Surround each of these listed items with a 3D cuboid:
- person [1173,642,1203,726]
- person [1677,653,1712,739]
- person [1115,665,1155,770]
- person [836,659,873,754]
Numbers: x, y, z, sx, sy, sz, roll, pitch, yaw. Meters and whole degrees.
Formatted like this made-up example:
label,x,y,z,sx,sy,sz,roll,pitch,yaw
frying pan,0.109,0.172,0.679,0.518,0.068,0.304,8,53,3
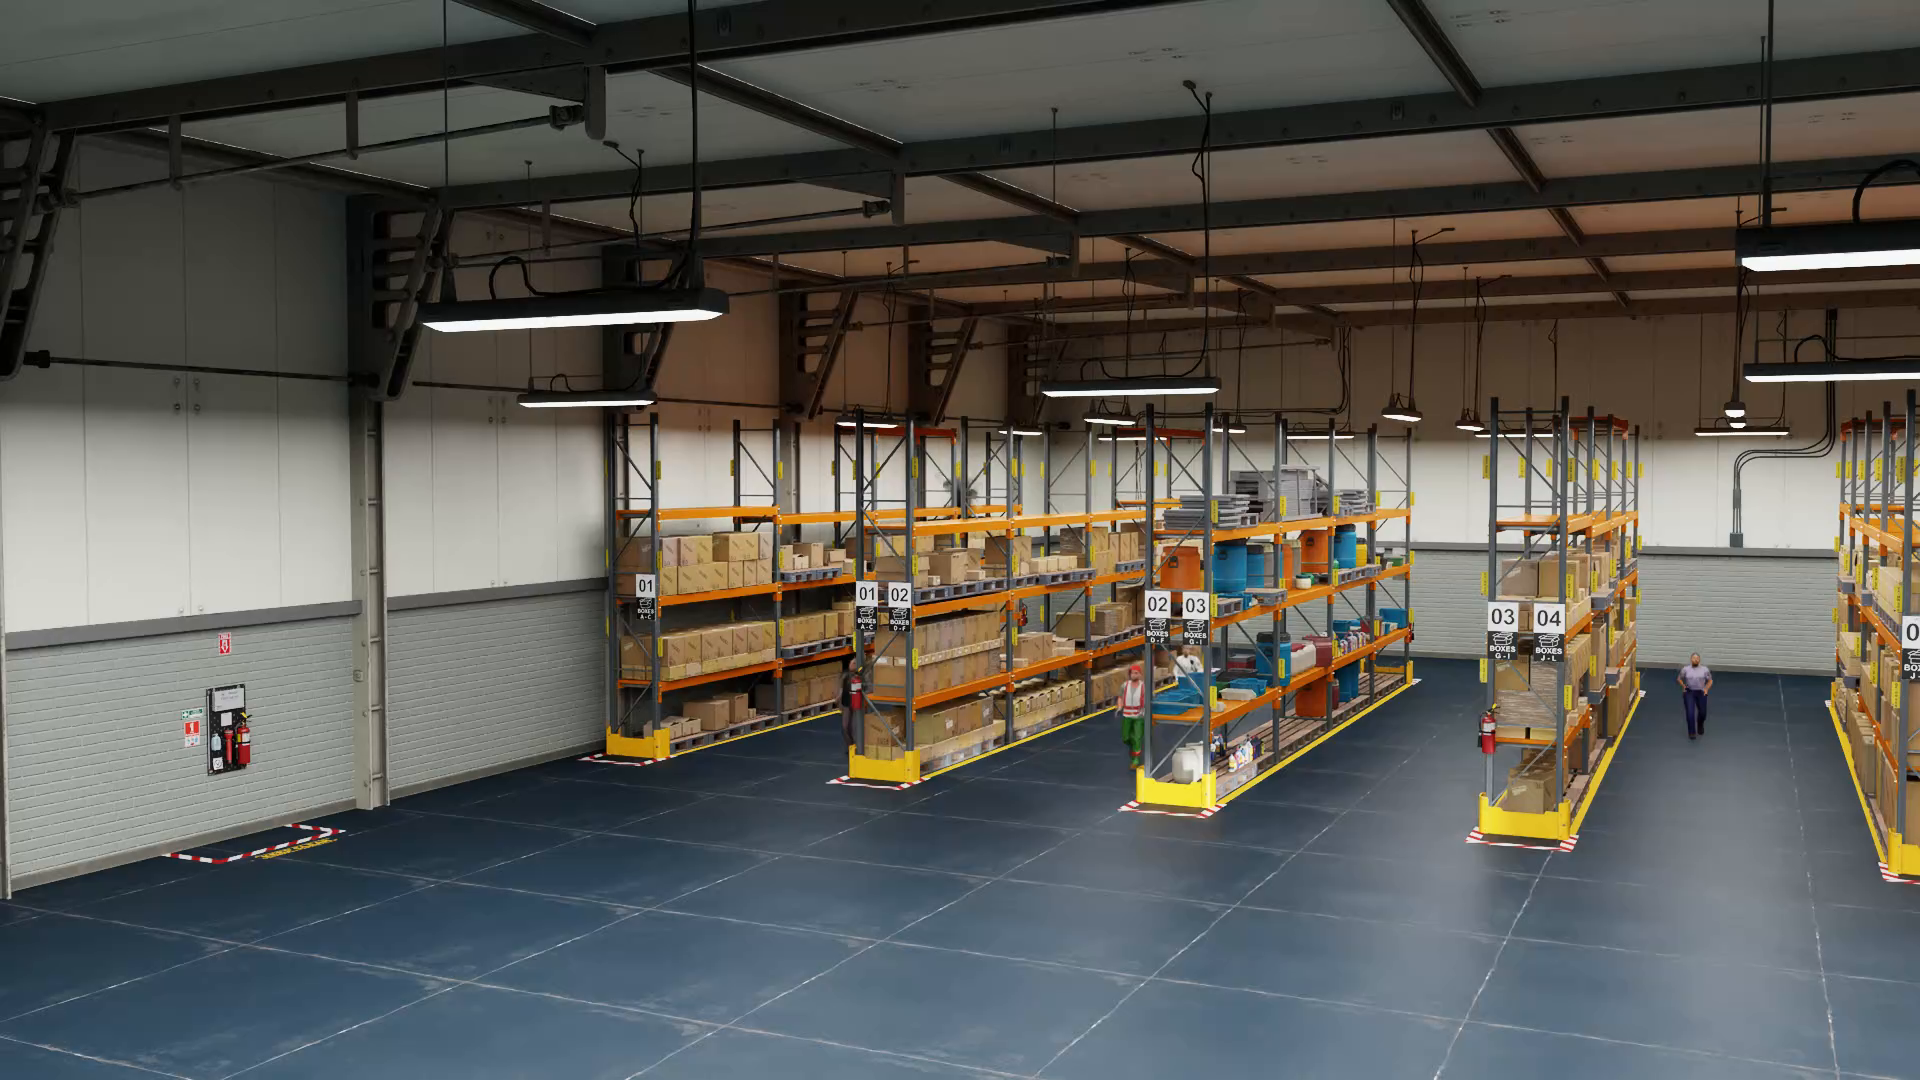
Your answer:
label,x,y,z,sx,sy,sz,roll,pitch,yaw
person,4.431,2.810,32.469,0.592,1.646,0.501,1,3,18
person,13.675,2.901,30.943,0.603,1.596,0.551,1,3,22
person,2.935,2.963,27.861,0.658,1.738,0.601,1,3,20
person,-1.872,2.931,29.323,0.657,1.669,0.612,1,3,24
